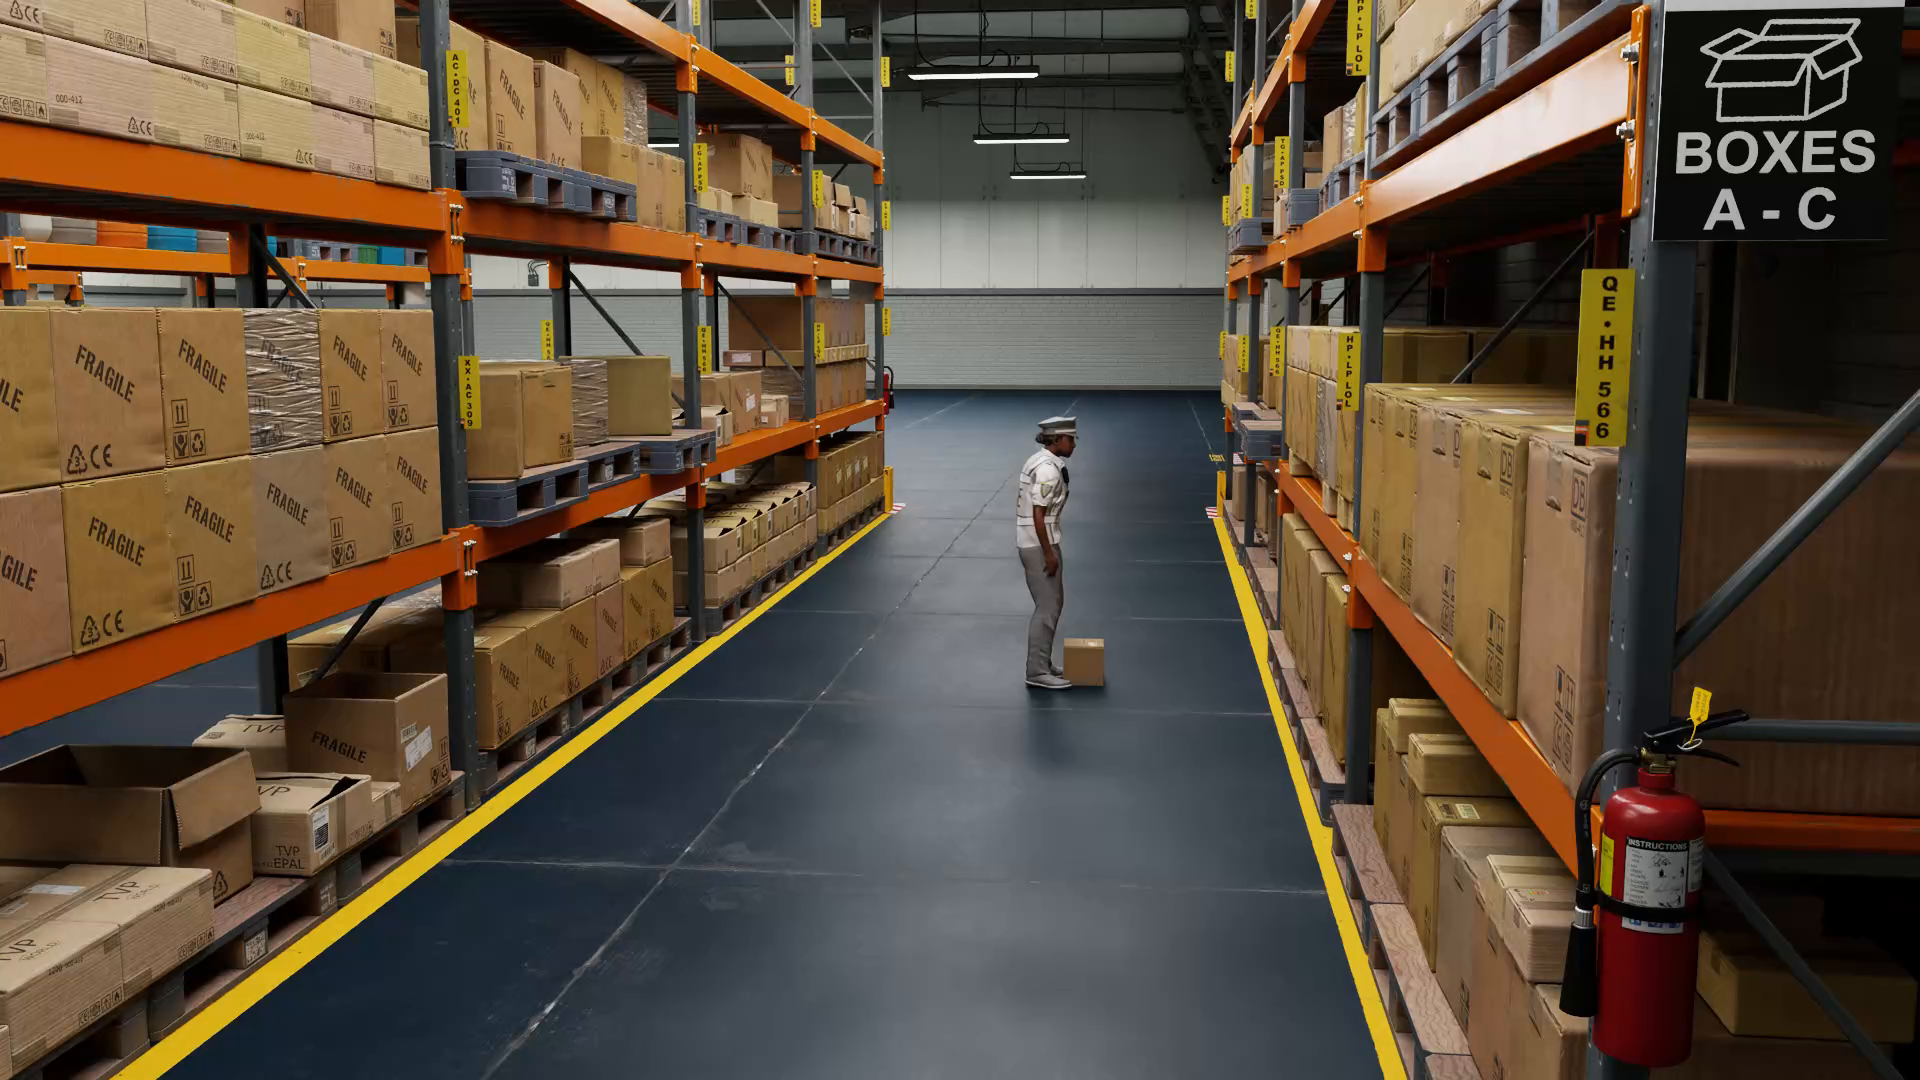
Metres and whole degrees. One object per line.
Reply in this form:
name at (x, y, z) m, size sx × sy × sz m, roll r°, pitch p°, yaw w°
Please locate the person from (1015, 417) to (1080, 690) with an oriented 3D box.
person at (0.540, 0.064, 10.322) m, size 0.394 × 1.660 × 0.507 m, roll 1°, pitch 8°, yaw 6°
